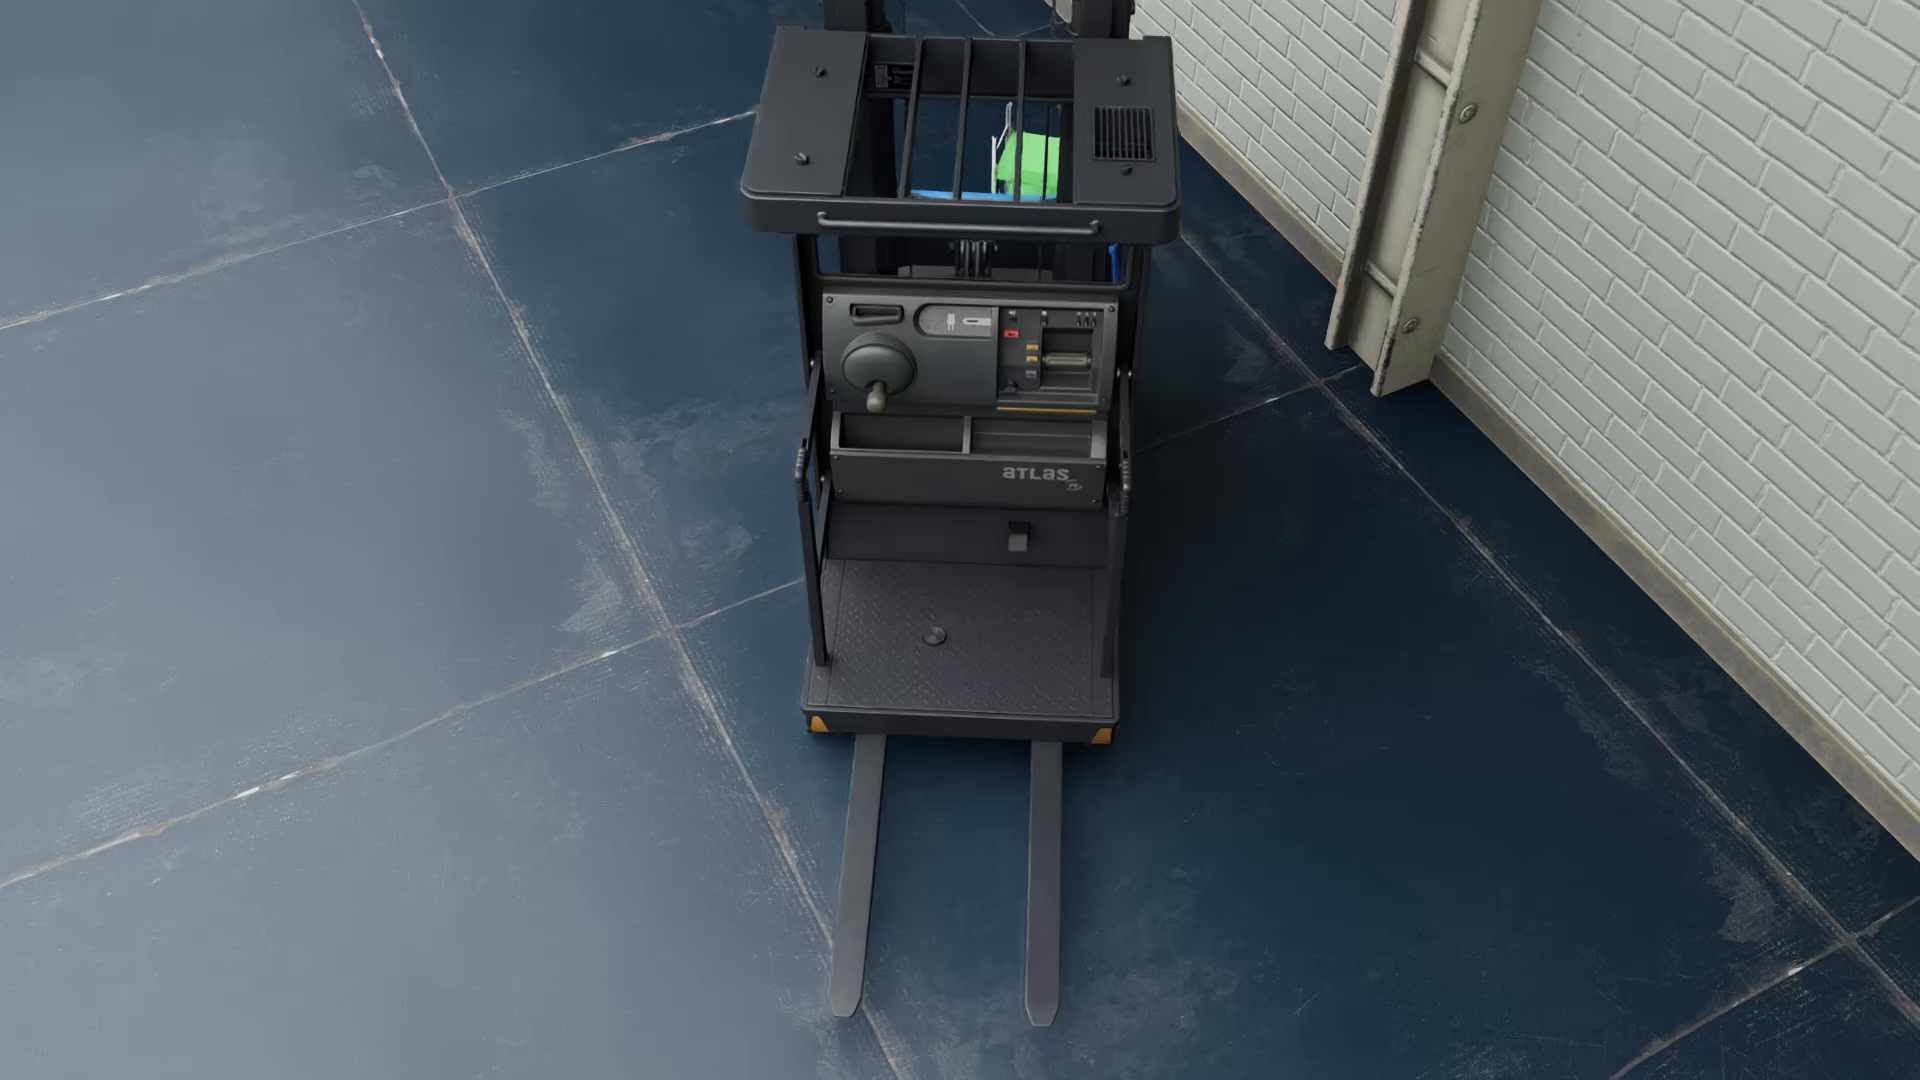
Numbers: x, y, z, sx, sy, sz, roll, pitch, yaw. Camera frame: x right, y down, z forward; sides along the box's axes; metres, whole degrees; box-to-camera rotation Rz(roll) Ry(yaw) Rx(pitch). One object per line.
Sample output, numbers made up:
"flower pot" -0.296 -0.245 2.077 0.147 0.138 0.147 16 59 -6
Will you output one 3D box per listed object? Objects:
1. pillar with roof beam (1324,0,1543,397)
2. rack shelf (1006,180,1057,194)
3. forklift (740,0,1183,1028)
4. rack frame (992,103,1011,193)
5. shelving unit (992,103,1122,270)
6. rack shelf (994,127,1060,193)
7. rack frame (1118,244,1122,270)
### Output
"pillar with roof beam" -1.980 -2.279 2.658 9.100 9.000 0.400 -21 52 -18
"rack shelf" 0.399 -1.306 6.754 0.480 0.148 0.258 12 50 10
"forklift" 0.022 -0.489 5.123 1.130 2.935 3.031 2 49 2
"rack frame" 0.164 -1.239 6.929 0.015 1.200 0.240 12 50 10
"shelving unit" 0.399 -1.190 6.886 0.503 1.200 0.258 12 50 10
"rack shelf" 0.399 -1.464 6.573 0.480 0.148 0.258 12 50 10
"rack frame" 0.634 -1.141 6.843 0.015 1.200 0.240 12 50 10
